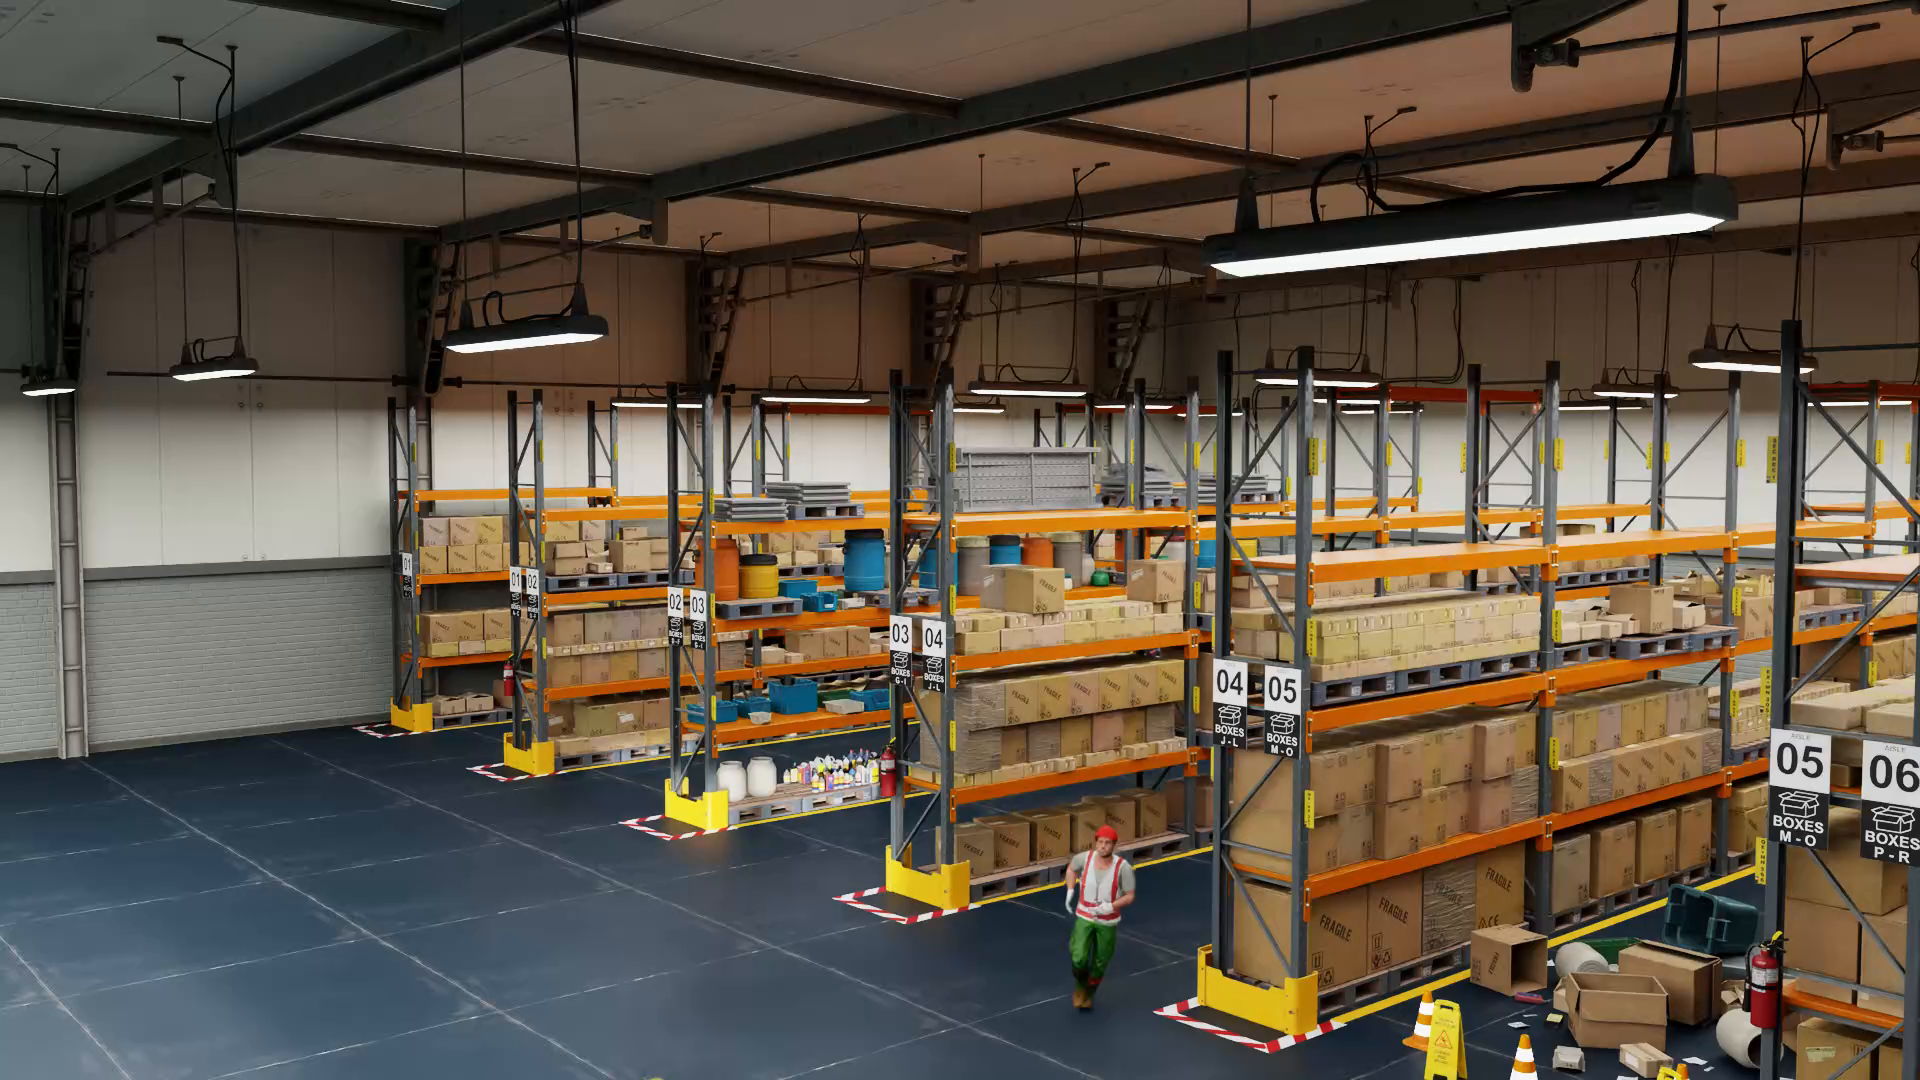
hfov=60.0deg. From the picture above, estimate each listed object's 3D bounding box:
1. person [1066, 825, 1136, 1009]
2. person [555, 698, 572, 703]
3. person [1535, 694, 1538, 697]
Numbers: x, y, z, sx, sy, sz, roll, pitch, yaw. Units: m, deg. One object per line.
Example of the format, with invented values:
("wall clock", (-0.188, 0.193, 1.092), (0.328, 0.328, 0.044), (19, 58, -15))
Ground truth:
("person", (1.256, 3.408, 14.962), (0.660, 1.725, 0.629), (1, 3, 12))
("person", (-6.849, 2.624, 28.336), (0.644, 1.751, 0.642), (3, 4, 41))
("person", (8.282, 2.962, 23.684), (0.589, 1.647, 0.590), (3, 5, 43))
